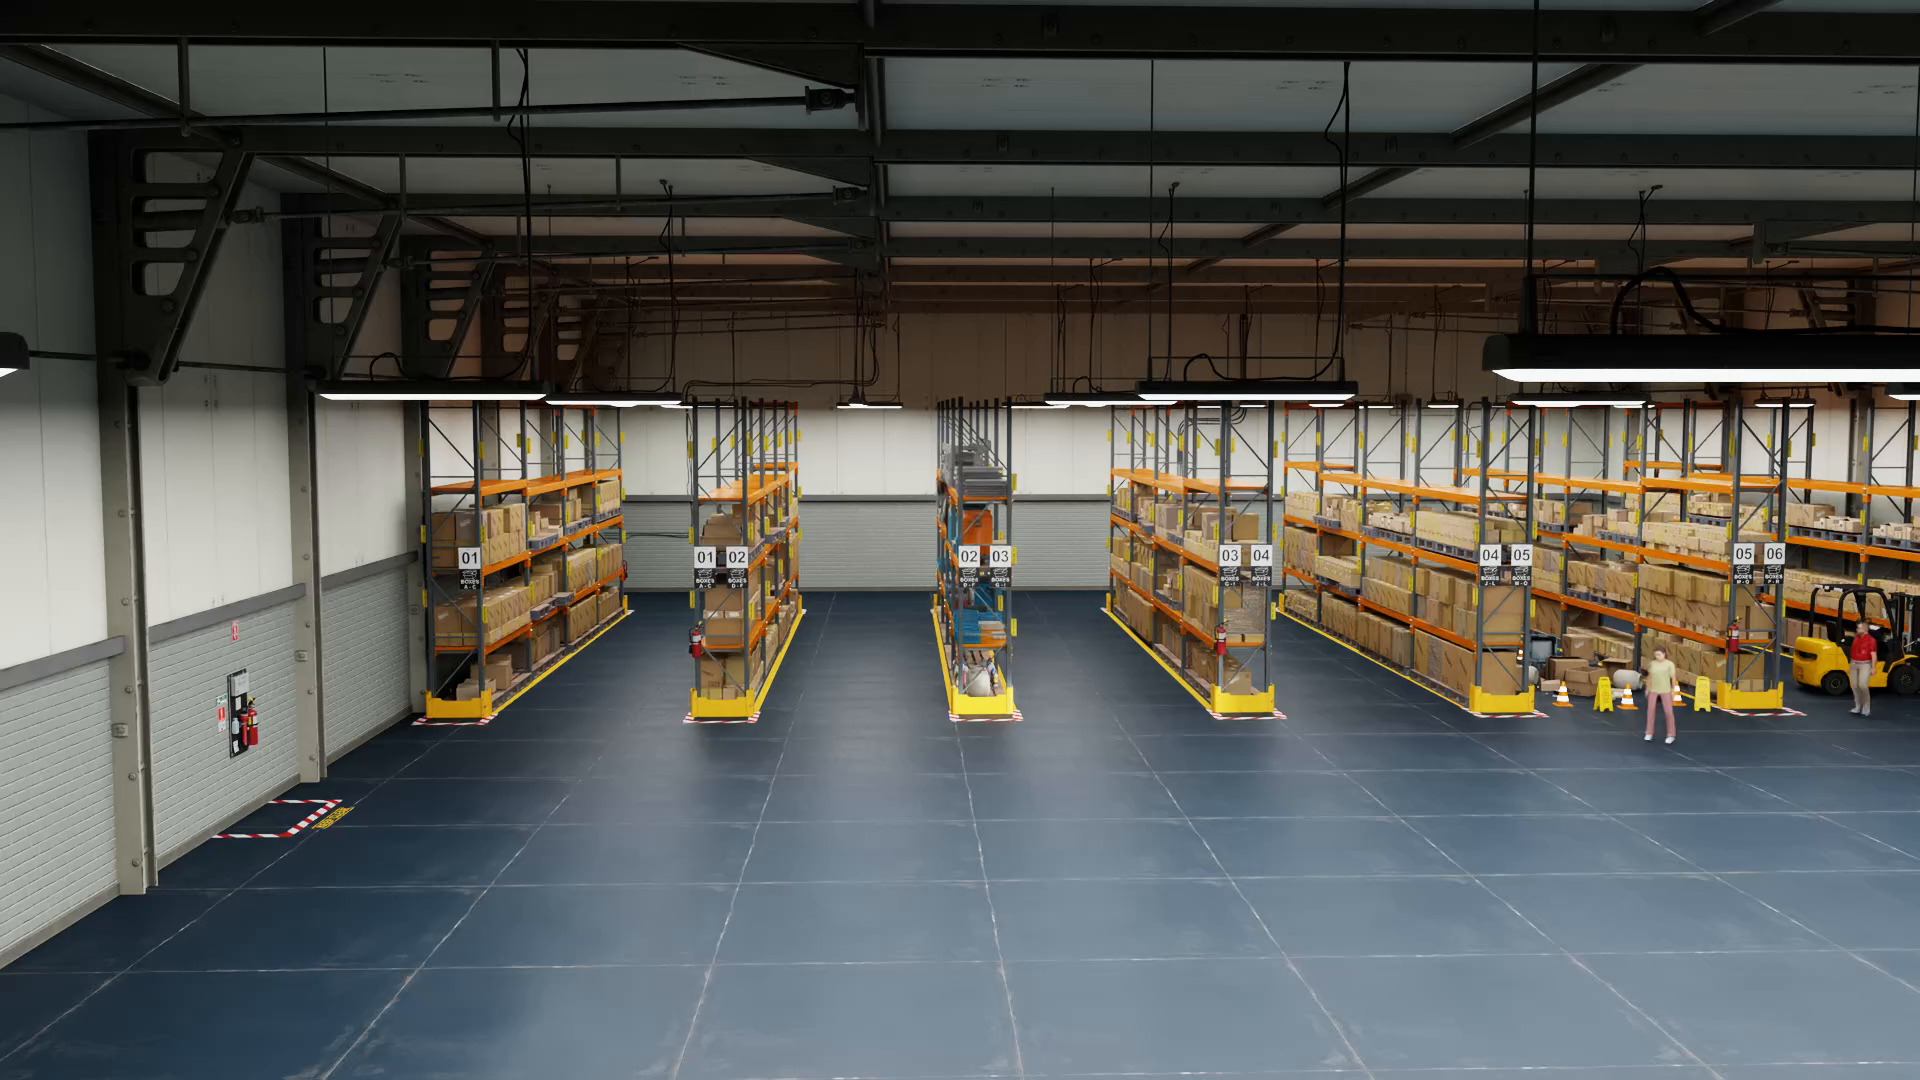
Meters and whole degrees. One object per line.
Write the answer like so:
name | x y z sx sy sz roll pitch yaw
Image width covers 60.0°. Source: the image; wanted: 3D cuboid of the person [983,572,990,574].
person | 0.922 1.058 49.145 0.477 1.611 0.488 -3 5 -31

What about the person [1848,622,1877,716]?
person | 17.029 2.442 31.416 0.463 1.776 0.588 -2 5 -29

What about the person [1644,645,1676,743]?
person | 12.137 2.653 28.856 0.529 1.674 0.396 4 6 41
